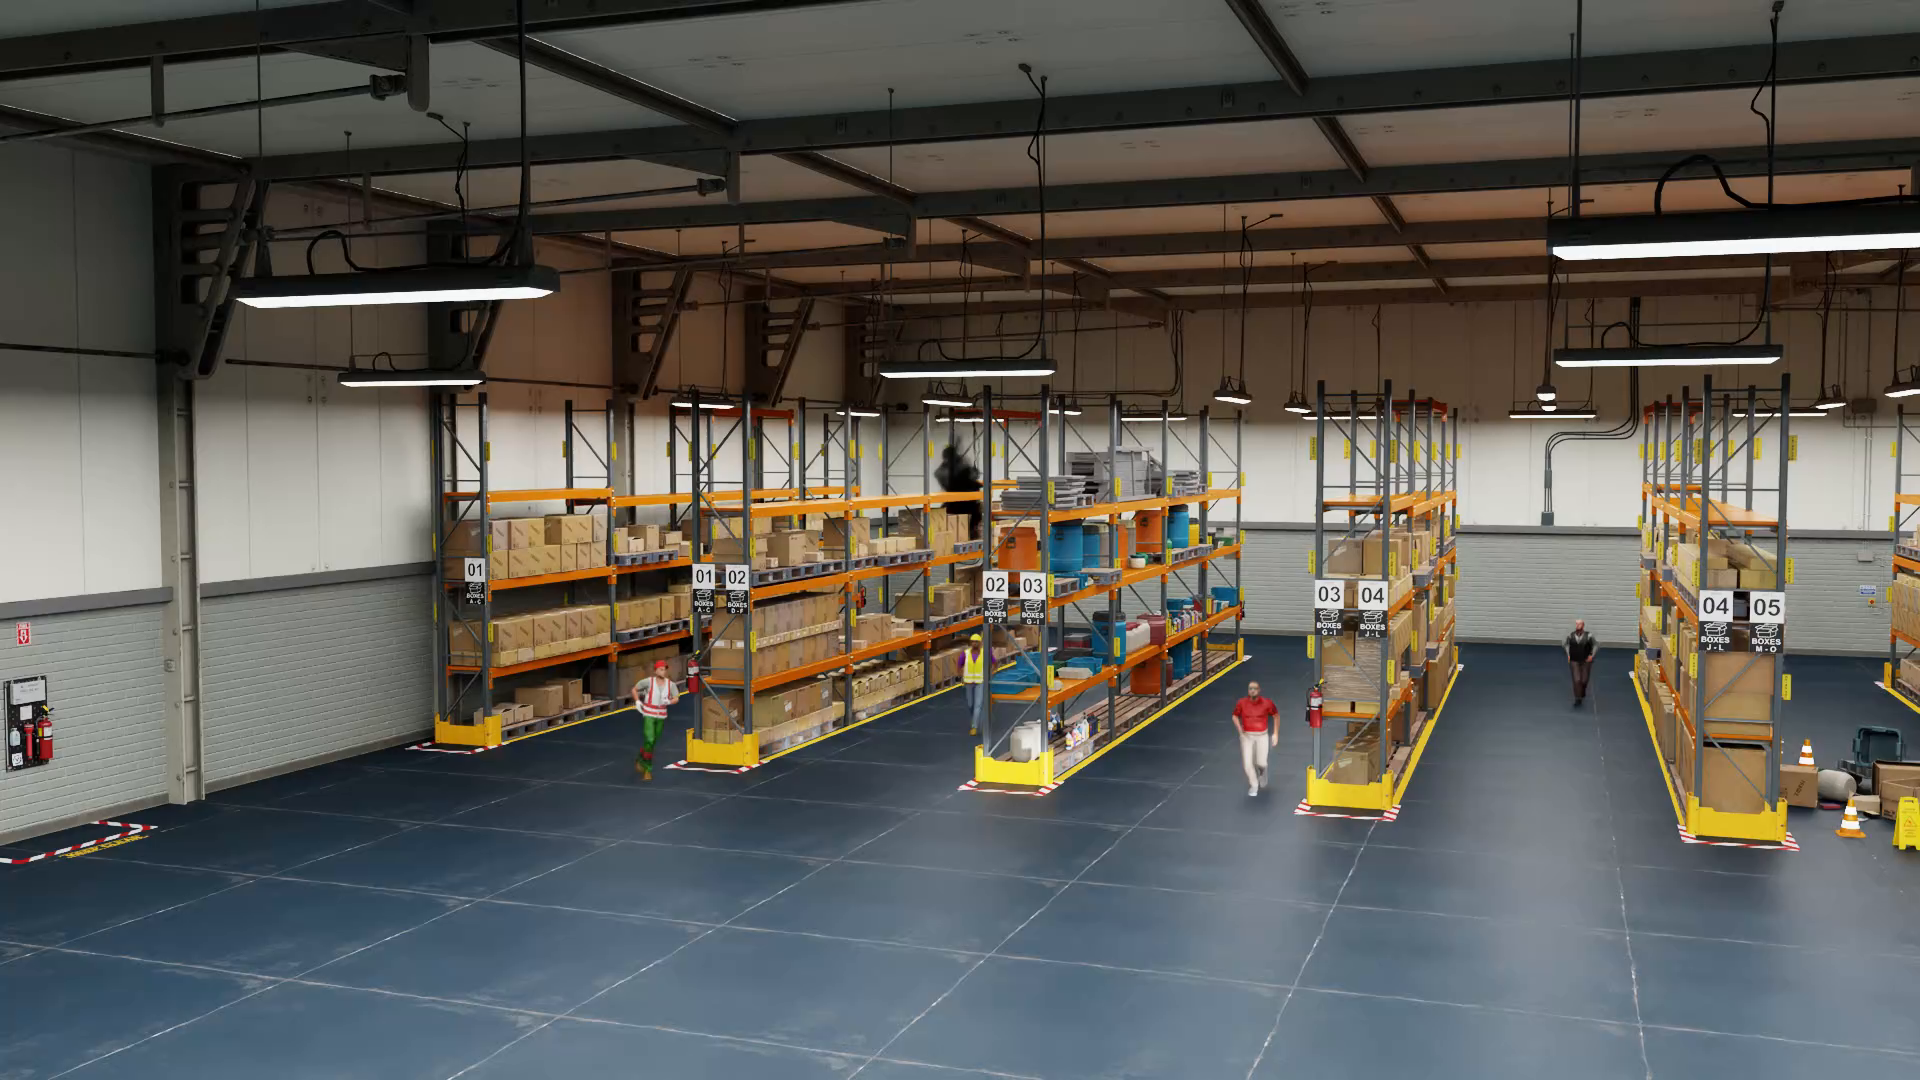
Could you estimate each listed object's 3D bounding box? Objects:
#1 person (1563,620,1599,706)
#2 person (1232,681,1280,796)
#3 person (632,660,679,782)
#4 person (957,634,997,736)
[{"bbox_3d":[12.277,2.416,32.908,0.660,1.696,0.578,2,3,27],"label":"person"},{"bbox_3d":[4.279,2.887,24.157,0.674,1.675,0.591,1,3,18],"label":"person"},{"bbox_3d":[-4.705,2.764,25.681,0.681,1.833,0.790,-2,4,-34],"label":"person"},{"bbox_3d":[0.281,2.545,29.556,0.699,1.751,0.923,0,3,9],"label":"person"}]
